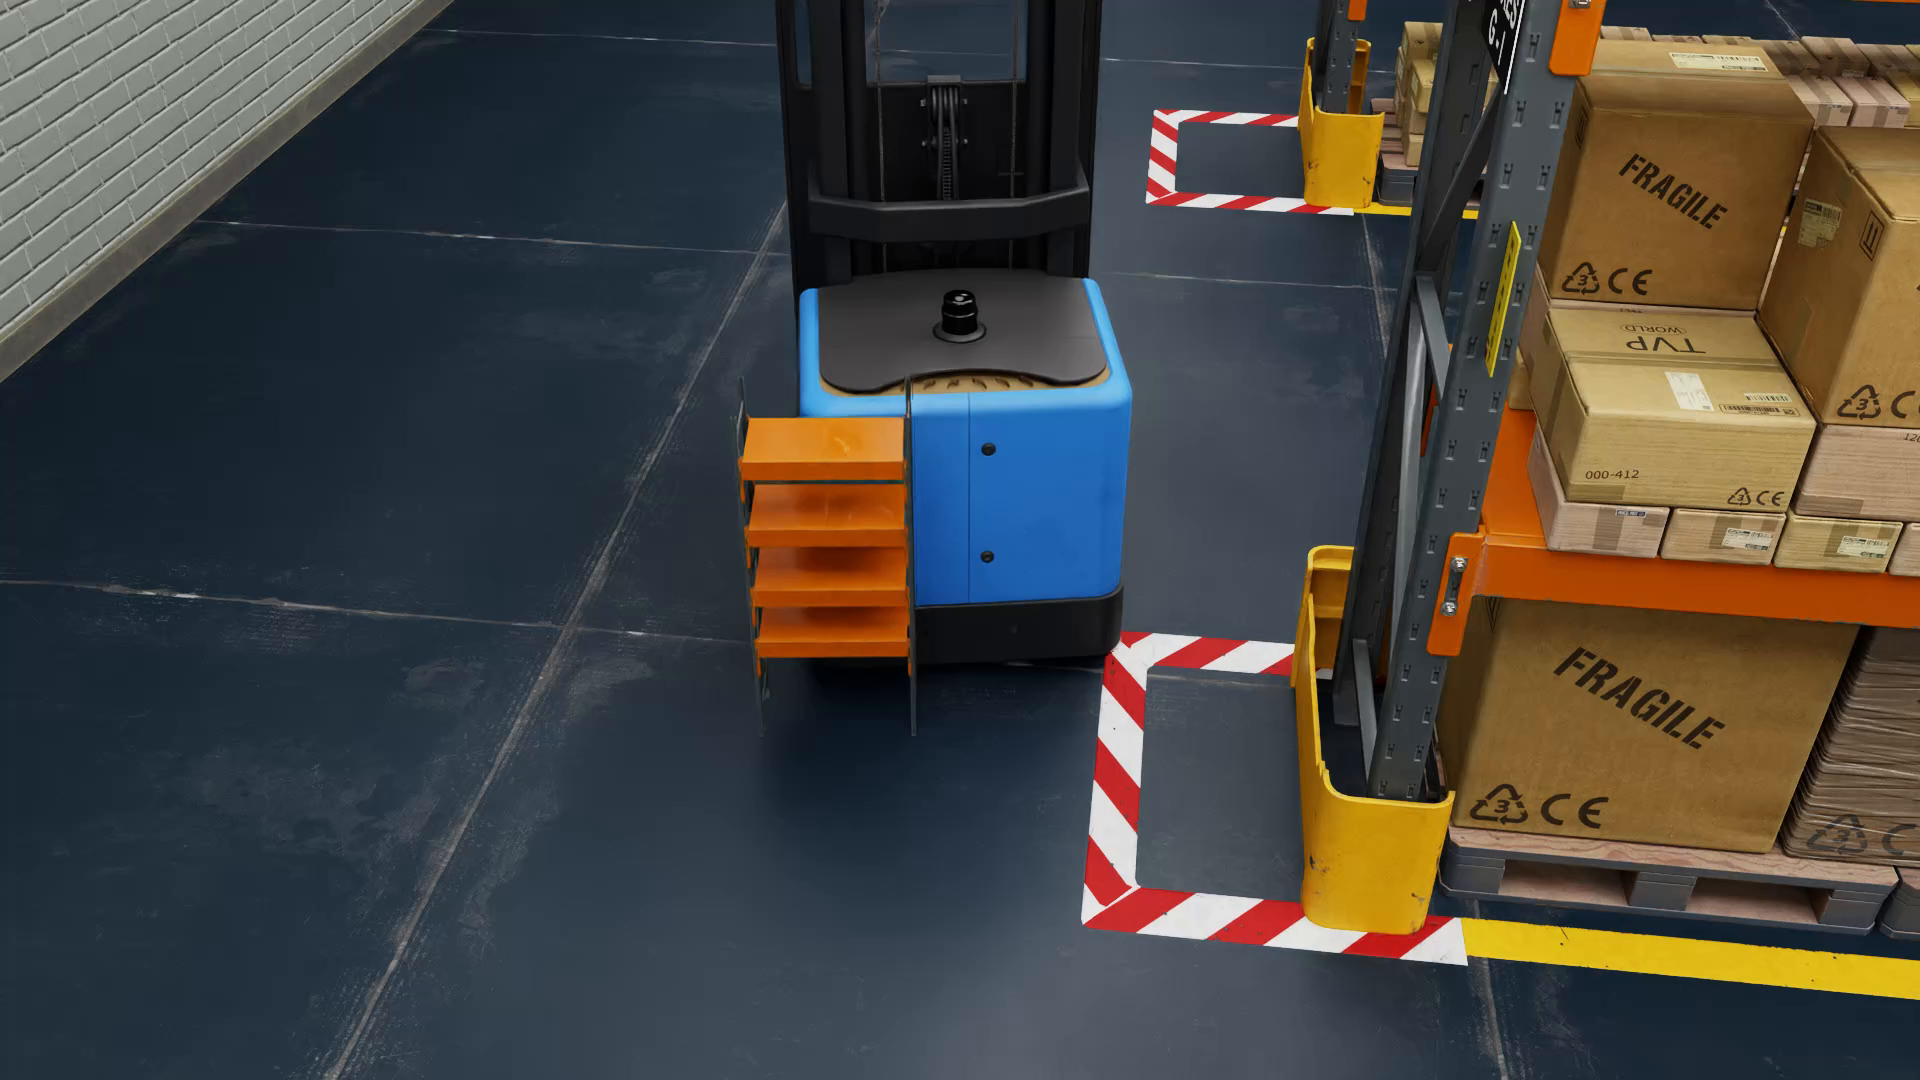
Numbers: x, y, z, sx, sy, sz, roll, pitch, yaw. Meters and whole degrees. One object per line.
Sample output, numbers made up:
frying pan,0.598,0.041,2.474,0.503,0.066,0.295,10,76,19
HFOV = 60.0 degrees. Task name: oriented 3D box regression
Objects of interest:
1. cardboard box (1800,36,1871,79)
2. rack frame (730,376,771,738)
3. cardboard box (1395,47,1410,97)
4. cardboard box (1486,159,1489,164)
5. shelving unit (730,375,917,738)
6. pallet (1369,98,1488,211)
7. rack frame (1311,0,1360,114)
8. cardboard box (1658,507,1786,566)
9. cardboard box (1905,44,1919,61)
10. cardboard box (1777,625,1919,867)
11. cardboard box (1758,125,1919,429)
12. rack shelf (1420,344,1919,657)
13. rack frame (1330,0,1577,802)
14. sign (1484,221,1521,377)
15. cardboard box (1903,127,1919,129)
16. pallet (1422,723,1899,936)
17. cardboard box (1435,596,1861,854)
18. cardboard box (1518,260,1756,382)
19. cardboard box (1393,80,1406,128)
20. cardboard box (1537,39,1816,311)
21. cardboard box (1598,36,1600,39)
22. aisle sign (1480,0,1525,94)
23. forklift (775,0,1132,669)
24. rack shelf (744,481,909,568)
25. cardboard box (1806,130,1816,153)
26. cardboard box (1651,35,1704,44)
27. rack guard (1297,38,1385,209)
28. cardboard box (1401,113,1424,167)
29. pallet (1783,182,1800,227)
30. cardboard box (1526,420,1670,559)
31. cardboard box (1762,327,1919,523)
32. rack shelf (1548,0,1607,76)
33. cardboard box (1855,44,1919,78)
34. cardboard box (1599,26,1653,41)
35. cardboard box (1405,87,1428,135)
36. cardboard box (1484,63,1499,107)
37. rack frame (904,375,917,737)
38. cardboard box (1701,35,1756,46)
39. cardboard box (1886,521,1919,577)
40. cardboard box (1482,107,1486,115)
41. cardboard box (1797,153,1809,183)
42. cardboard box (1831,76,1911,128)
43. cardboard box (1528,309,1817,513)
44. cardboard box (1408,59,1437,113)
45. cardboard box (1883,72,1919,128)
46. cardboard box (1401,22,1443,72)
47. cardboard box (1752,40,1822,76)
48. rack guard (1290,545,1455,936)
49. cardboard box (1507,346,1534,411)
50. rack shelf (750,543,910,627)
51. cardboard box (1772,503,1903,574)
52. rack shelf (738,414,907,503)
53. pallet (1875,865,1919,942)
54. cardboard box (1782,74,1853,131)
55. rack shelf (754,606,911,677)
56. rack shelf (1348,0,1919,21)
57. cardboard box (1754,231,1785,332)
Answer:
cardboard box,4.600,-2.518,8.777,0.250,0.149,0.380,5,36,7
rack frame,-0.638,0.080,5.105,0.015,1.200,0.240,0,36,-1
cardboard box,2.534,-2.557,9.087,0.250,0.149,0.380,3,36,5
cardboard box,2.723,-2.115,8.724,0.250,0.149,0.380,4,36,6
shelving unit,-0.394,0.078,5.107,0.503,1.200,0.258,0,36,-1
pallet,2.851,-2.079,8.981,1.213,0.211,1.003,4,36,6
rack frame,1.974,-3.300,8.292,0.127,3.000,1.000,4,36,6
cardboard box,1.807,-0.113,4.042,0.250,0.149,0.380,4,36,5
cardboard box,5.104,-2.446,8.676,0.250,0.149,0.380,4,36,5
cardboard box,2.790,0.313,4.697,0.875,0.875,0.875,4,36,6
cardboard box,2.180,-0.587,3.717,0.500,0.500,0.500,3,36,5
rack shelf,3.226,-0.009,4.299,4.000,0.370,1.077,4,36,6
rack frame,1.242,-0.450,4.298,0.127,3.000,1.000,4,36,6
sign,1.166,-0.515,3.576,0.005,0.325,0.100,4,36,6
cardboard box,4.815,-2.073,8.409,0.250,0.149,0.380,5,36,6
pallet,2.045,0.700,5.088,1.213,0.211,1.003,4,36,6
cardboard box,1.887,0.246,4.791,0.875,0.875,0.875,4,36,6
cardboard box,1.757,-0.627,4.419,0.500,0.250,0.500,4,36,5
cardboard box,2.523,-2.392,9.112,0.250,0.149,0.380,5,36,7
cardboard box,1.759,-0.930,4.199,0.500,0.500,0.500,5,36,7
cardboard box,3.295,-2.606,8.900,0.250,0.149,0.380,3,36,4
aisle sign,1.133,-1.340,3.308,0.004,0.787,0.394,4,36,6
forklift,-0.092,-1.603,5.972,1.130,2.935,3.031,-3,36,-4
rack shelf,-0.394,-0.049,5.017,0.480,0.148,0.258,0,36,-1
cardboard box,4.296,-2.112,8.464,0.250,0.149,0.380,3,36,4
cardboard box,3.816,-2.535,8.800,0.250,0.149,0.380,3,36,4
rack guard,2.050,-2.277,9.010,0.348,0.500,1.175,4,36,6
cardboard box,2.453,-2.087,8.685,0.250,0.149,0.380,5,36,7
pallet,4.058,-1.987,8.853,1.213,0.211,1.003,4,36,6
cardboard box,1.552,-0.131,4.067,0.250,0.149,0.380,5,36,6
cardboard box,2.200,-0.284,3.939,0.500,0.250,0.500,4,36,5
rack shelf,3.226,-1.230,3.428,4.000,0.370,1.077,4,36,6
cardboard box,4.842,-2.453,8.685,0.250,0.149,0.380,3,36,5
cardboard box,3.569,-2.618,8.917,0.250,0.149,0.380,6,36,8
cardboard box,2.461,-2.245,8.650,0.250,0.149,0.380,6,36,8
cardboard box,2.739,-2.367,8.565,0.250,0.149,0.380,5,36,7
rack frame,-0.150,0.077,5.110,0.015,1.200,0.240,0,36,-1
cardboard box,4.080,-2.532,8.796,0.250,0.149,0.380,4,36,6
cardboard box,2.320,-0.075,3.990,0.250,0.149,0.380,4,36,5
cardboard box,2.726,-2.192,8.576,0.250,0.149,0.380,4,36,6
cardboard box,4.233,-1.982,8.537,0.250,0.149,0.380,5,36,7
cardboard box,4.522,-2.174,8.295,0.250,0.149,0.380,3,36,4
cardboard box,1.684,-0.318,3.987,0.500,0.250,0.500,3,36,5
cardboard box,2.451,-2.318,8.496,0.250,0.149,0.380,3,36,4
cardboard box,4.802,-2.207,8.341,0.250,0.149,0.380,5,36,7
cardboard box,2.532,-2.659,8.975,0.250,0.149,0.380,5,36,7
cardboard box,4.319,-2.491,8.739,0.250,0.149,0.380,3,36,4
rack guard,1.218,0.566,5.026,0.348,0.500,1.175,4,36,6
cardboard box,1.637,-0.511,4.600,0.250,0.149,0.380,5,36,7
rack shelf,-0.394,0.133,5.147,0.480,0.148,0.258,0,36,-1
cardboard box,2.061,-0.094,4.016,0.250,0.149,0.380,3,36,5
rack shelf,-0.394,-0.242,4.879,0.480,0.148,0.258,0,36,-1
pallet,3.252,0.791,4.960,1.213,0.211,1.003,4,36,6
cardboard box,4.253,-2.187,8.313,0.250,0.149,0.380,3,36,4
rack shelf,-0.394,0.295,5.262,0.480,0.148,0.258,0,36,-1
rack shelf,3.958,-2.859,8.293,4.000,0.370,1.077,4,36,6
cardboard box,2.260,-0.589,4.366,0.500,0.250,0.500,4,36,5
